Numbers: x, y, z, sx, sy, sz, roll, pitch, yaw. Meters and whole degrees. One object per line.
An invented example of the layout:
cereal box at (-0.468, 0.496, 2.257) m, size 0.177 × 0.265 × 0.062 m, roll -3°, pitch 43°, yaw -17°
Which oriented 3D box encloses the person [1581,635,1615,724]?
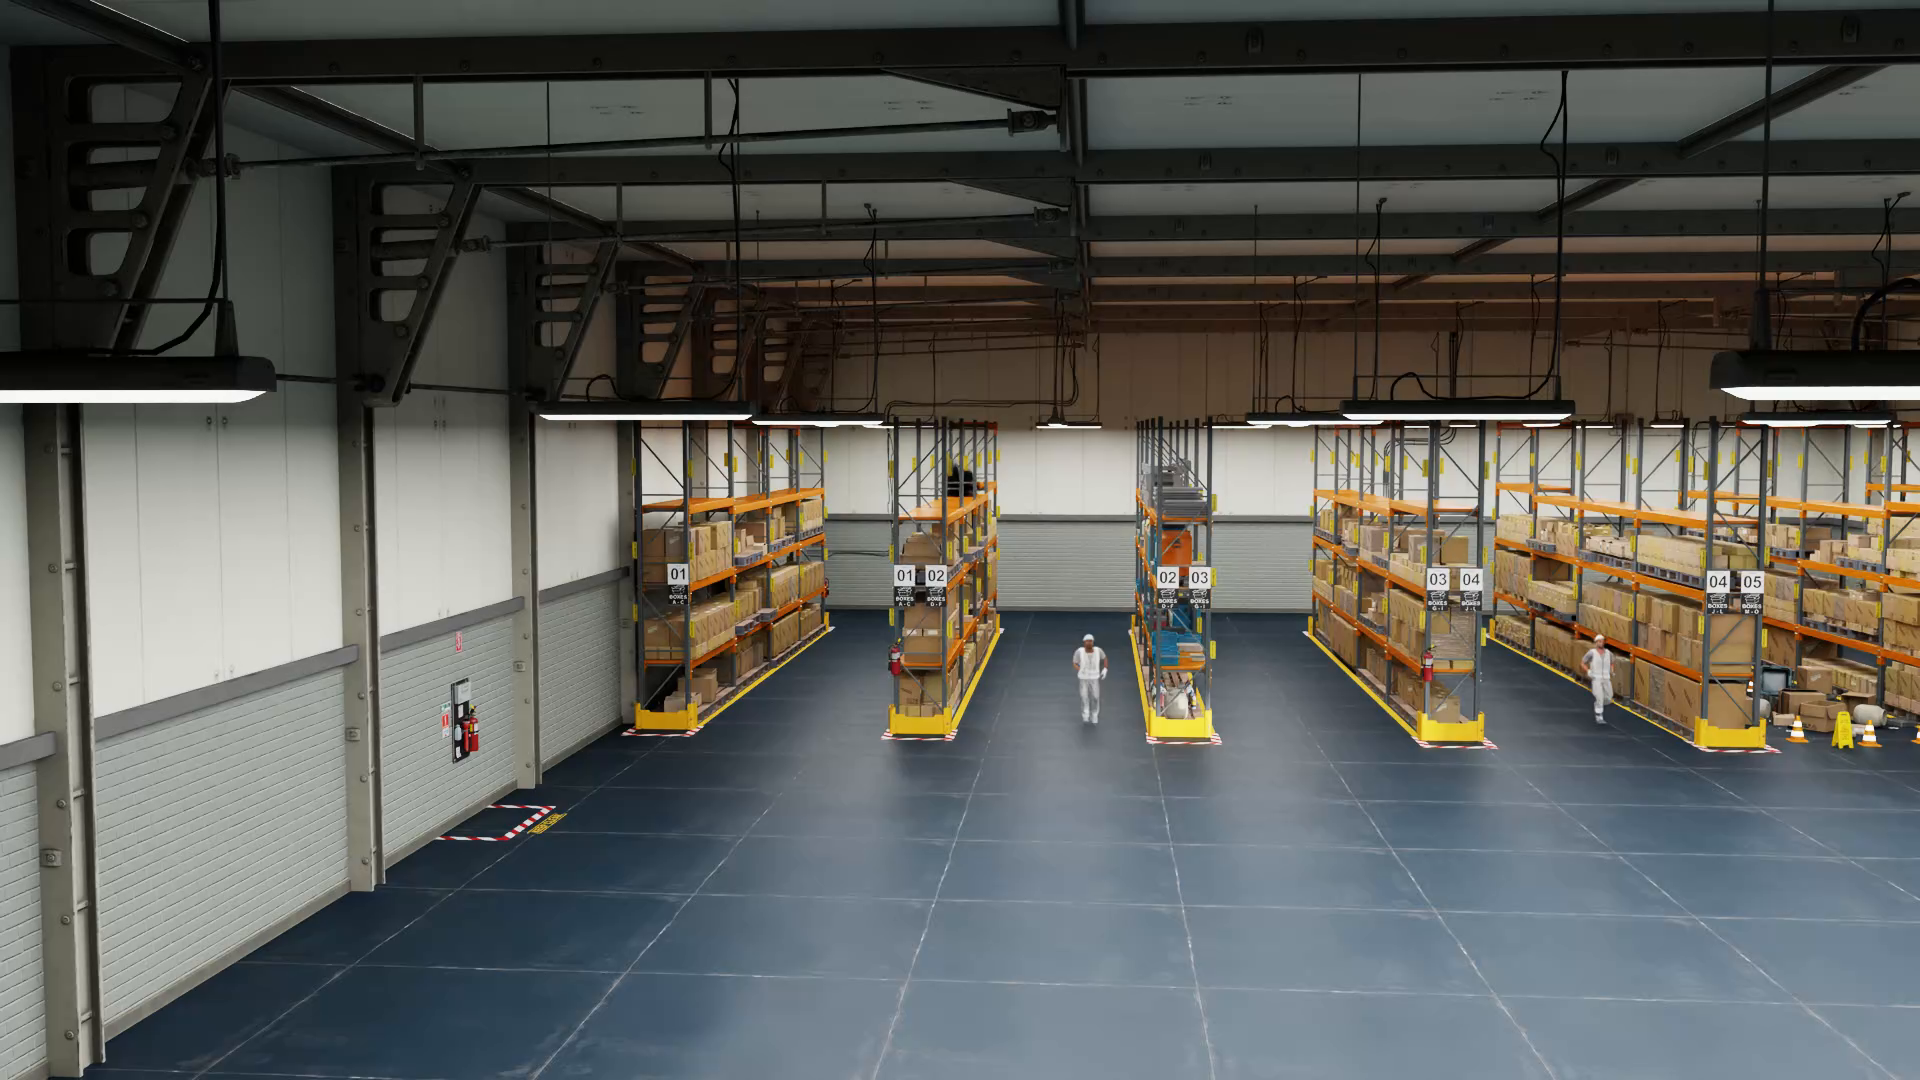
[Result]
person at (12.527, 2.723, 32.612) m, size 0.657 × 1.740 × 0.673 m, roll 0°, pitch 4°, yaw -2°

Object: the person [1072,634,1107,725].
person at (2.537, 2.732, 32.446) m, size 0.693 × 1.794 × 0.674 m, roll 0°, pitch 4°, yaw 0°

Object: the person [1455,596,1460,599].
person at (13.641, 1.837, 46.708) m, size 0.794 × 1.682 × 0.685 m, roll 1°, pitch 4°, yaw 20°
